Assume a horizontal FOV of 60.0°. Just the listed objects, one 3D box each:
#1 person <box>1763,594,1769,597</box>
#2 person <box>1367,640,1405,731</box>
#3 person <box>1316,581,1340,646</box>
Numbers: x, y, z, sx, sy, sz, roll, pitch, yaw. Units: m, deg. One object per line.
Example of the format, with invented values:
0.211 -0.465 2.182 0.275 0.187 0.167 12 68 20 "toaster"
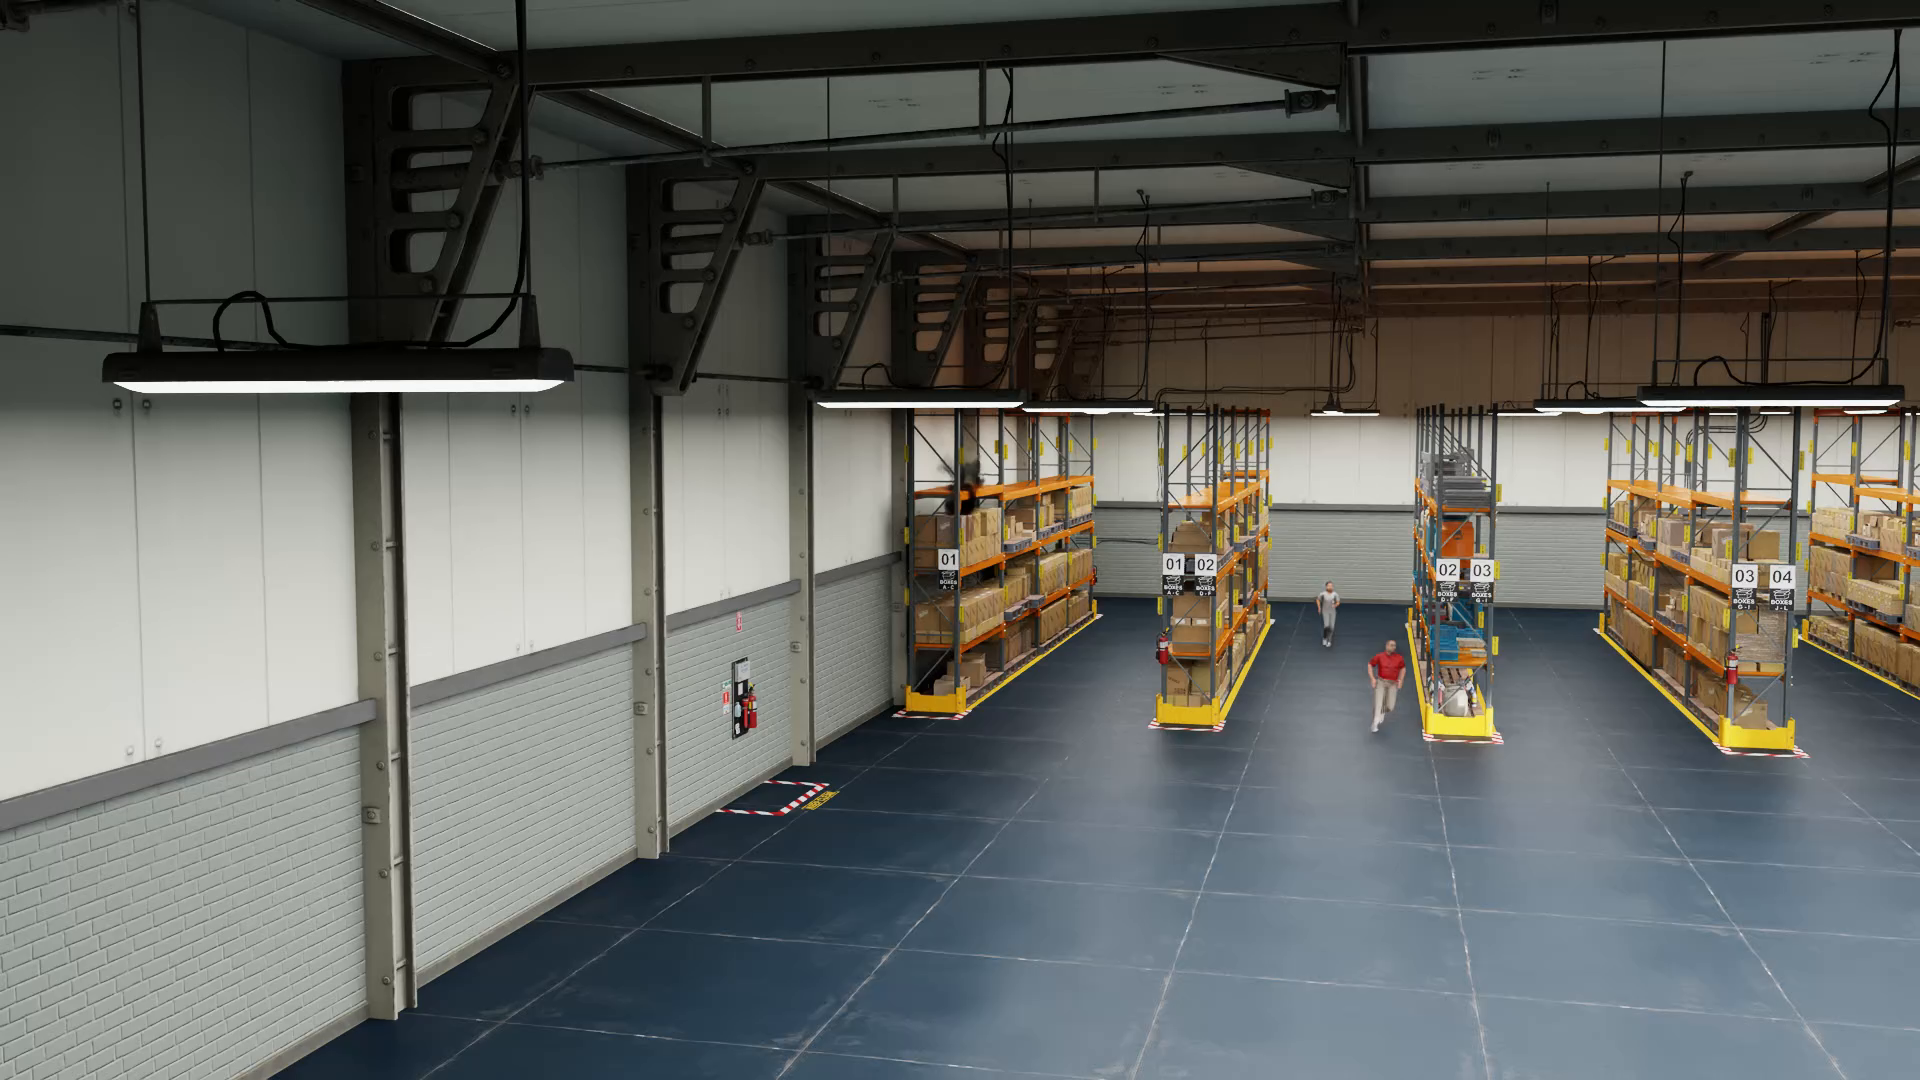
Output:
20.344 1.840 41.485 0.721 1.746 0.631 2 4 20 "person"
7.862 2.673 30.645 0.714 1.673 0.536 0 4 2 "person"
9.242 1.856 41.680 0.541 1.628 0.640 0 4 2 "person"
